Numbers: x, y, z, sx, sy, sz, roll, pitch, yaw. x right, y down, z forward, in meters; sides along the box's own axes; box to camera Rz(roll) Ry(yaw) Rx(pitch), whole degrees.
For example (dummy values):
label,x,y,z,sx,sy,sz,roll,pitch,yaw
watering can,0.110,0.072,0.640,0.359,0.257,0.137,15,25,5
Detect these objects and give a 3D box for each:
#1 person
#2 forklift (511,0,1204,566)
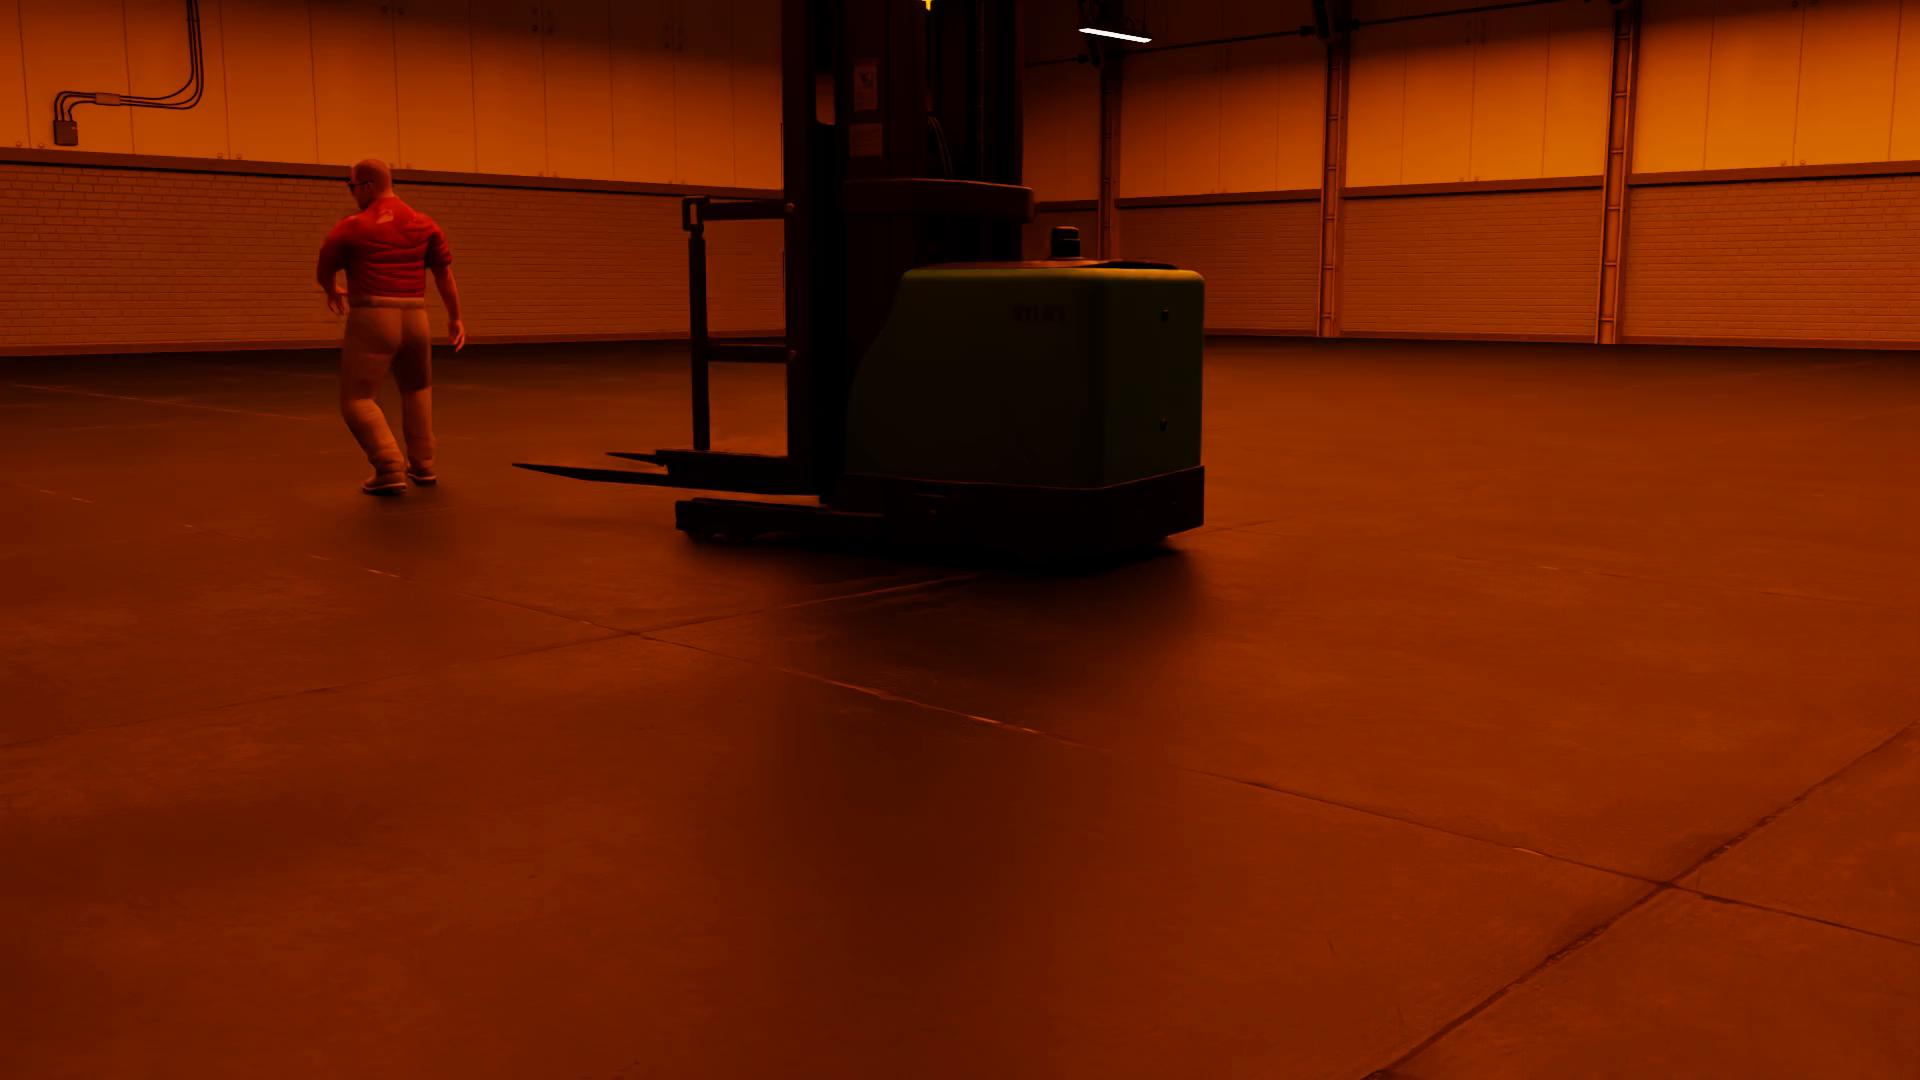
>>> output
label,x,y,z,sx,sy,sz,roll,pitch,yaw
person,-2.890,-1.097,8.482,0.812,1.639,0.722,7,11,40
forklift,-0.558,-1.497,6.814,3.031,2.935,1.130,5,10,31
